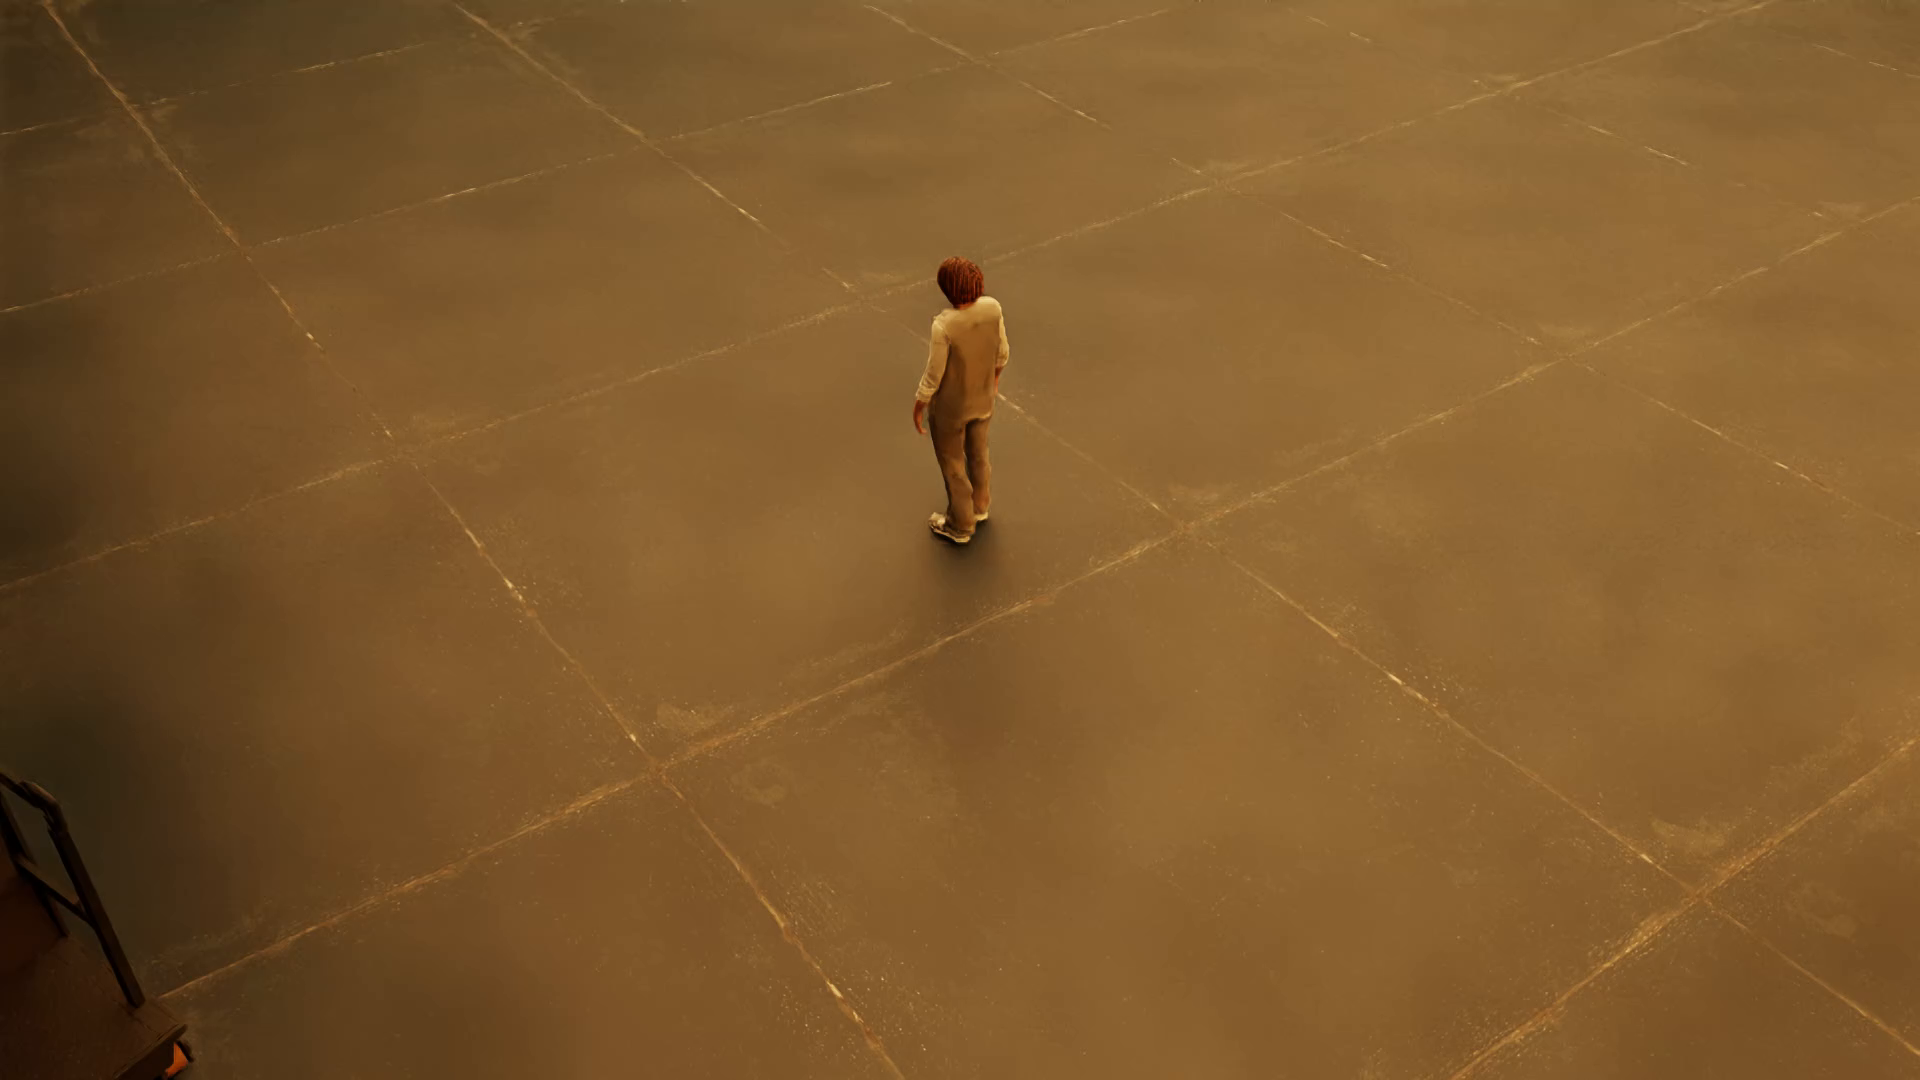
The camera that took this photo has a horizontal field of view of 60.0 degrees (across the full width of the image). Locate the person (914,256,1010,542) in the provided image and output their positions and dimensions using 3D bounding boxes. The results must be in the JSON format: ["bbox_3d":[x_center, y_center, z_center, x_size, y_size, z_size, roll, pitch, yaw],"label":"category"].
[{"bbox_3d":[-0.032,-0.683,7.990,0.521,1.583,0.474,-23,42,-28],"label":"person"}]

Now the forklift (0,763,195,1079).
[{"bbox_3d":[-3.307,0.840,4.809,3.031,2.935,1.130,22,42,27],"label":"forklift"}]
